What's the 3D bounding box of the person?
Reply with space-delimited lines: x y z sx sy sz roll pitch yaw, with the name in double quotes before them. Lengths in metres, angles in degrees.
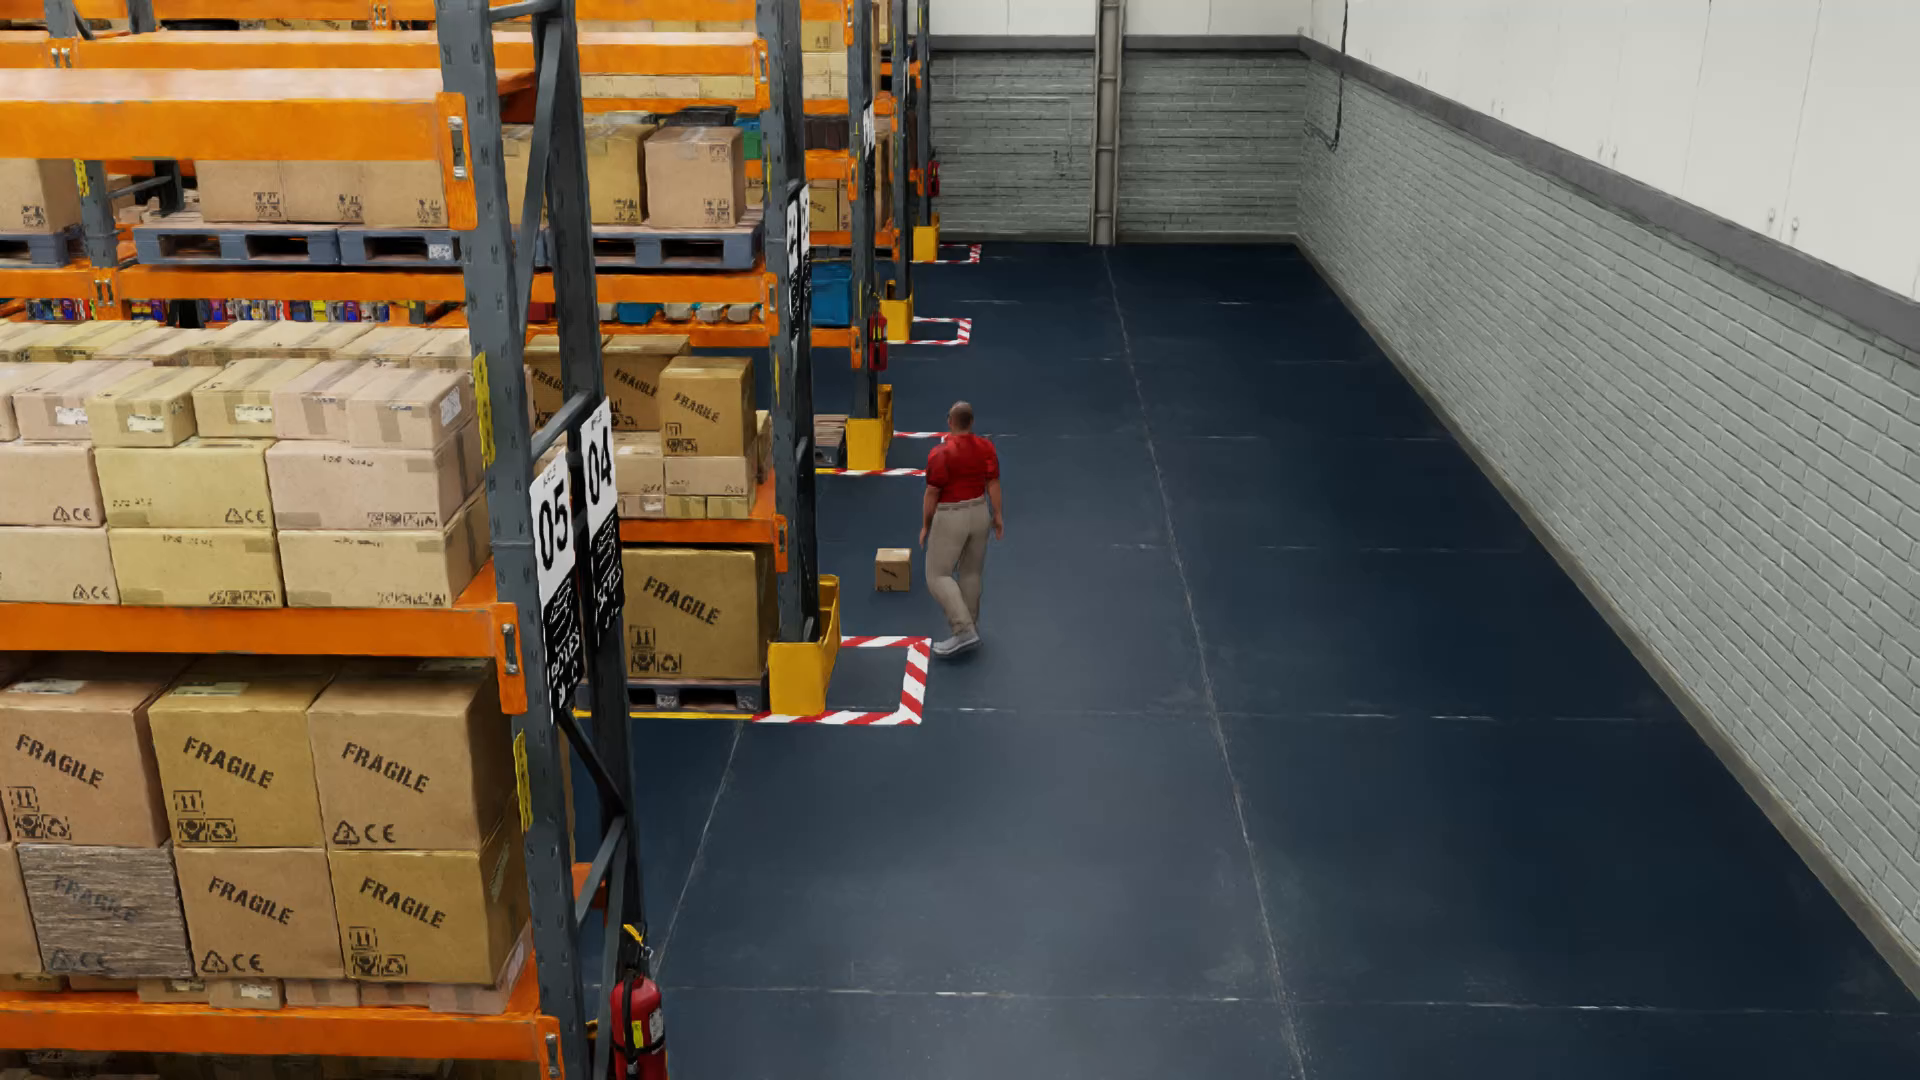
"person" 0.024 -0.100 11.359 0.676 1.721 0.589 -12 24 -30
